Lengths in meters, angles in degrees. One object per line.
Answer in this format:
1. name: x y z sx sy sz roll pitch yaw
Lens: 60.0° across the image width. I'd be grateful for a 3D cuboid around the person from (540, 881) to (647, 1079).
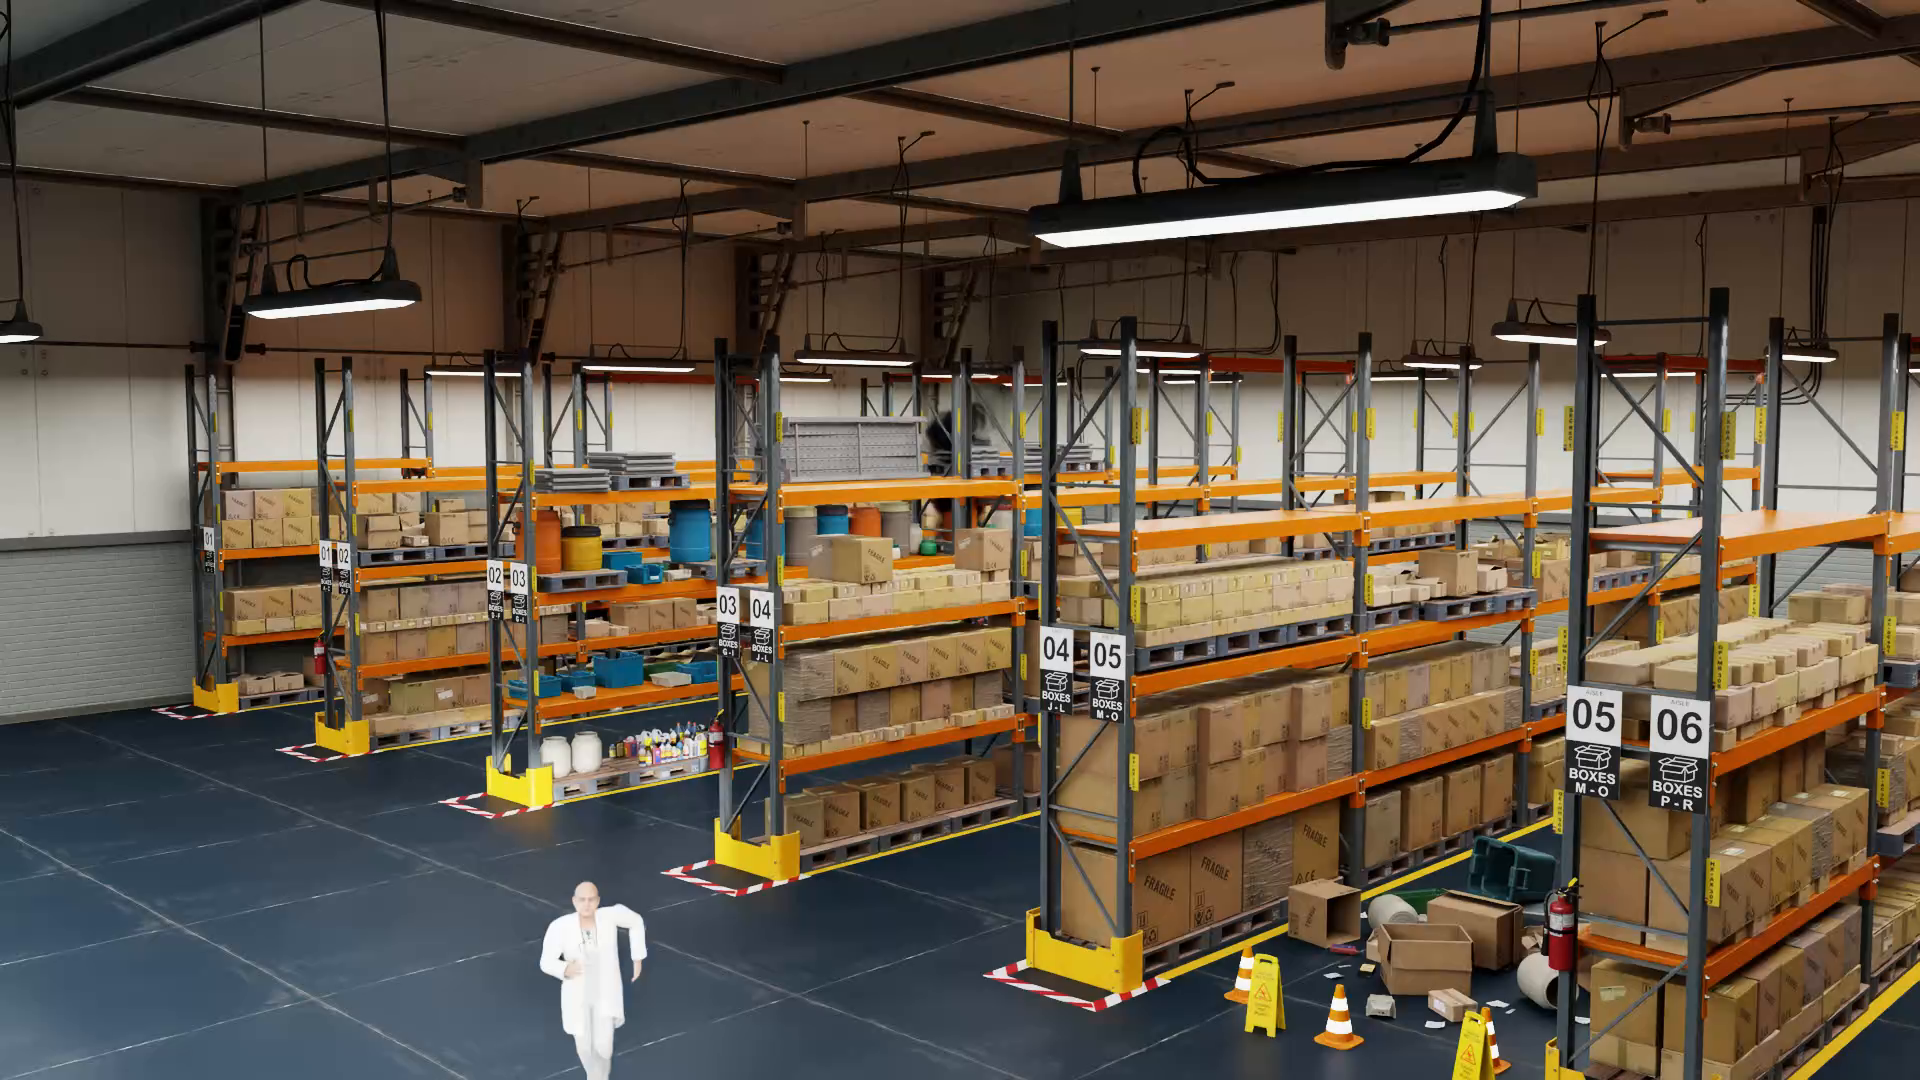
1. person: -2.678 3.347 12.175 0.747 1.763 0.880 -1 4 -11
